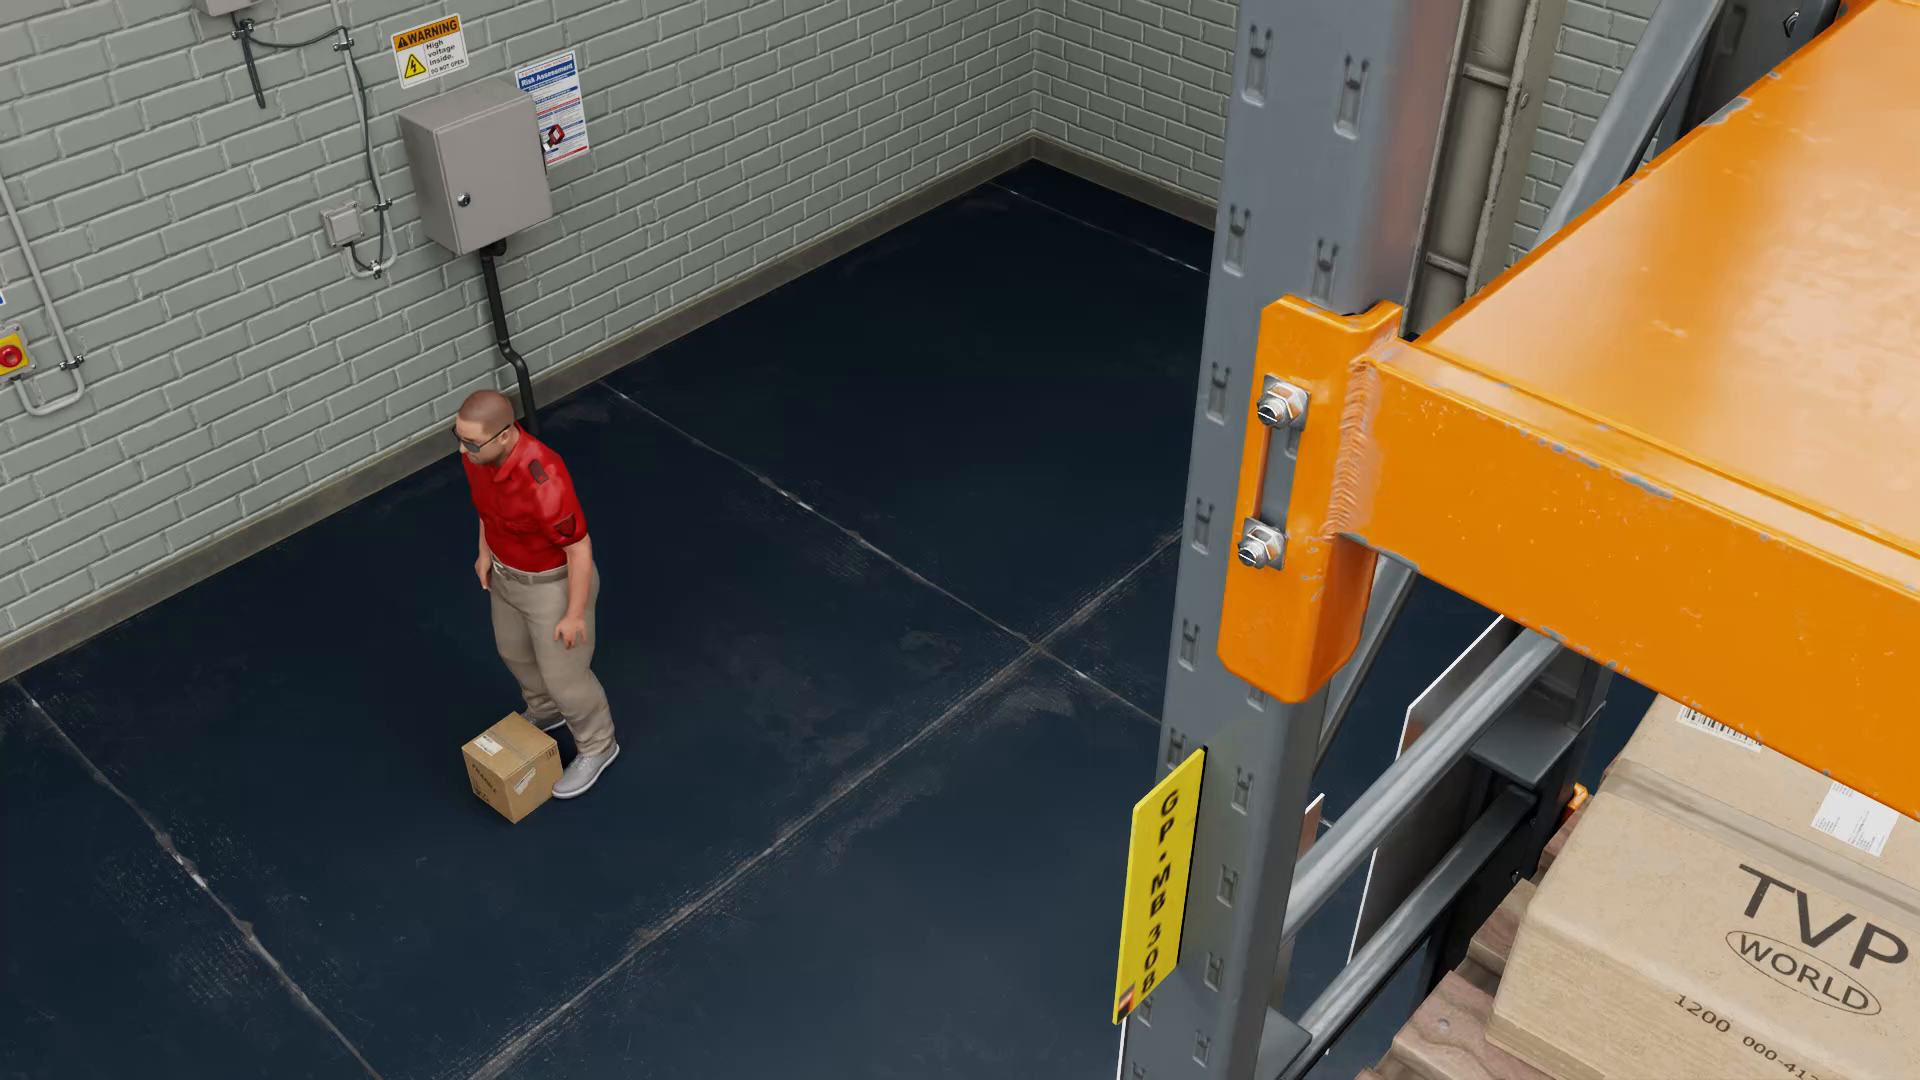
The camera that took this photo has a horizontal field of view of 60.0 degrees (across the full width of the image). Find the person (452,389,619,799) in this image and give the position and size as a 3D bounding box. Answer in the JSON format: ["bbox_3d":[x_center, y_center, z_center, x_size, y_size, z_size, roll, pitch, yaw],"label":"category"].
[{"bbox_3d":[-1.522,0.161,5.967,0.587,1.726,0.389,30,48,31],"label":"person"}]
